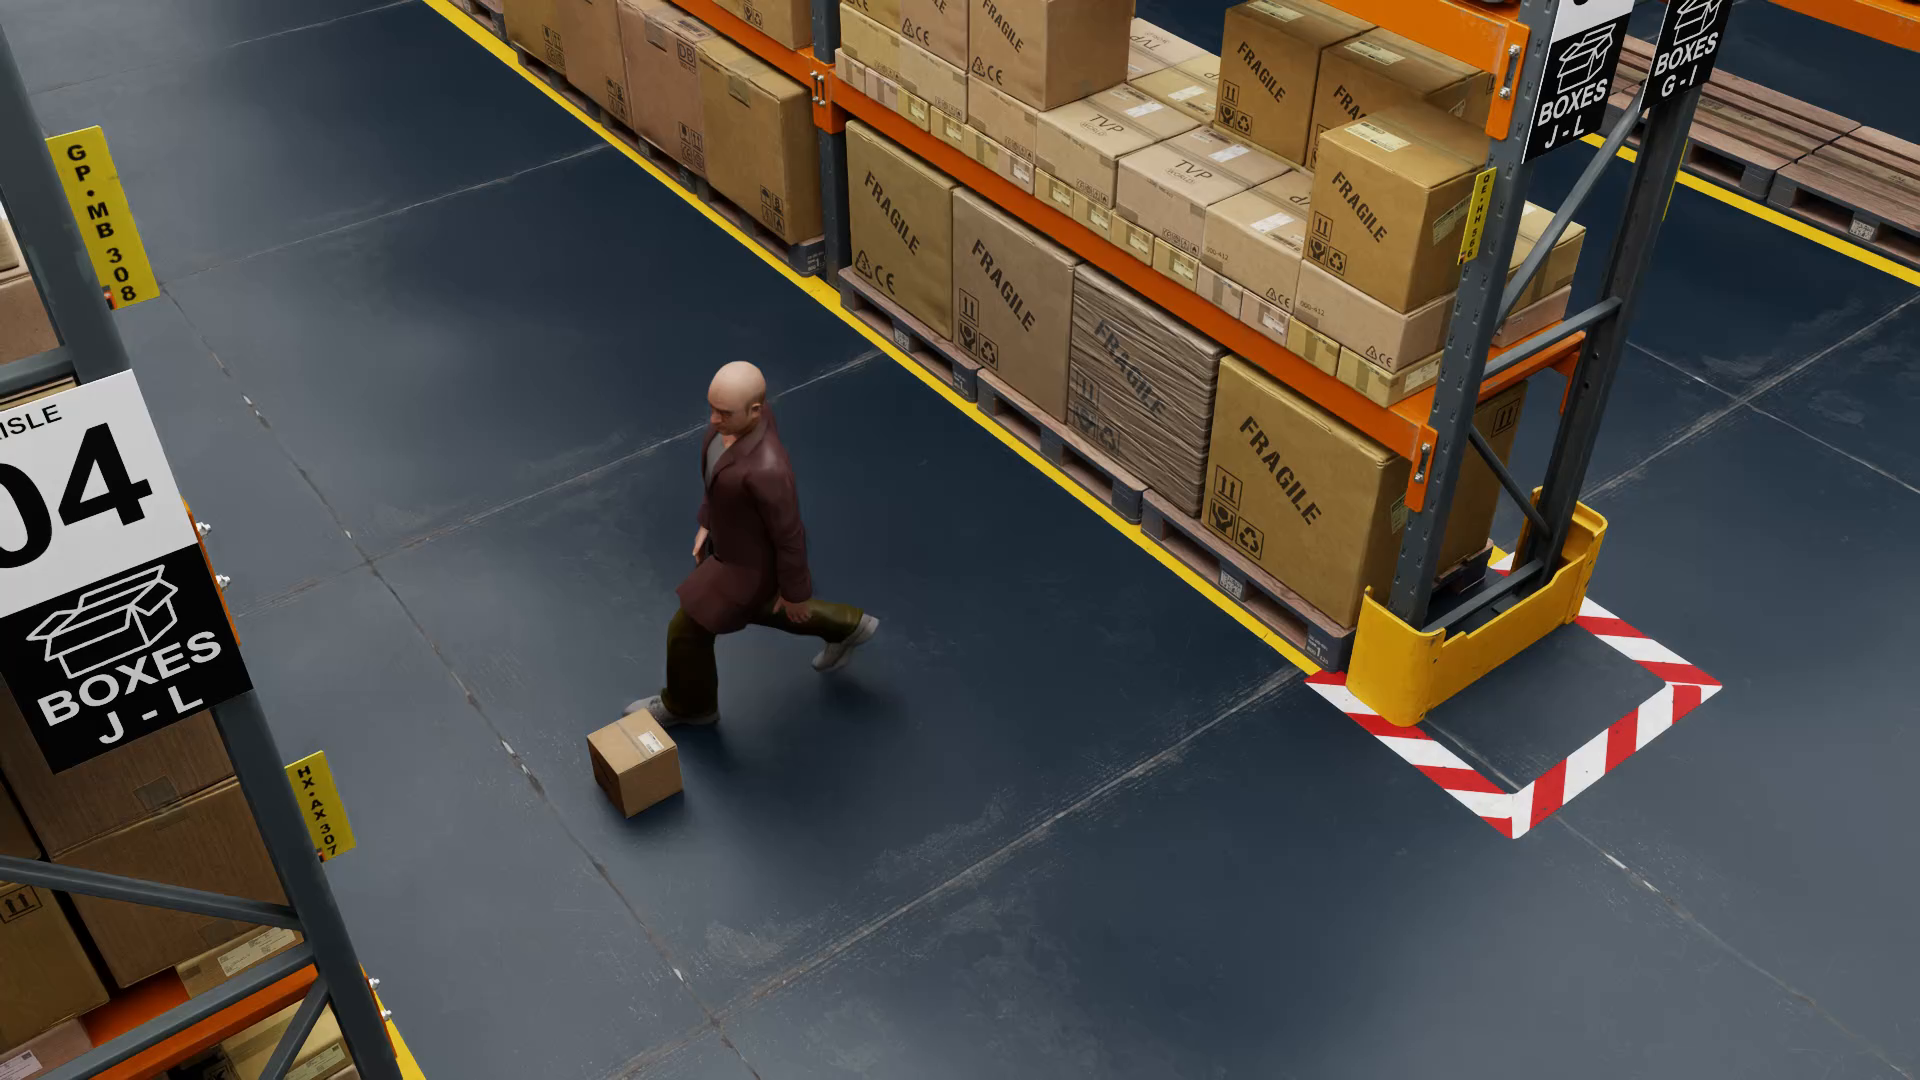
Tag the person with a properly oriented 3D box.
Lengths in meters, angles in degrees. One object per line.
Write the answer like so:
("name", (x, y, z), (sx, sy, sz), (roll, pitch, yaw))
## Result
("person", (-0.819, 0.038, 6.180), (1.049, 1.692, 0.588), (-8, 40, -10))
